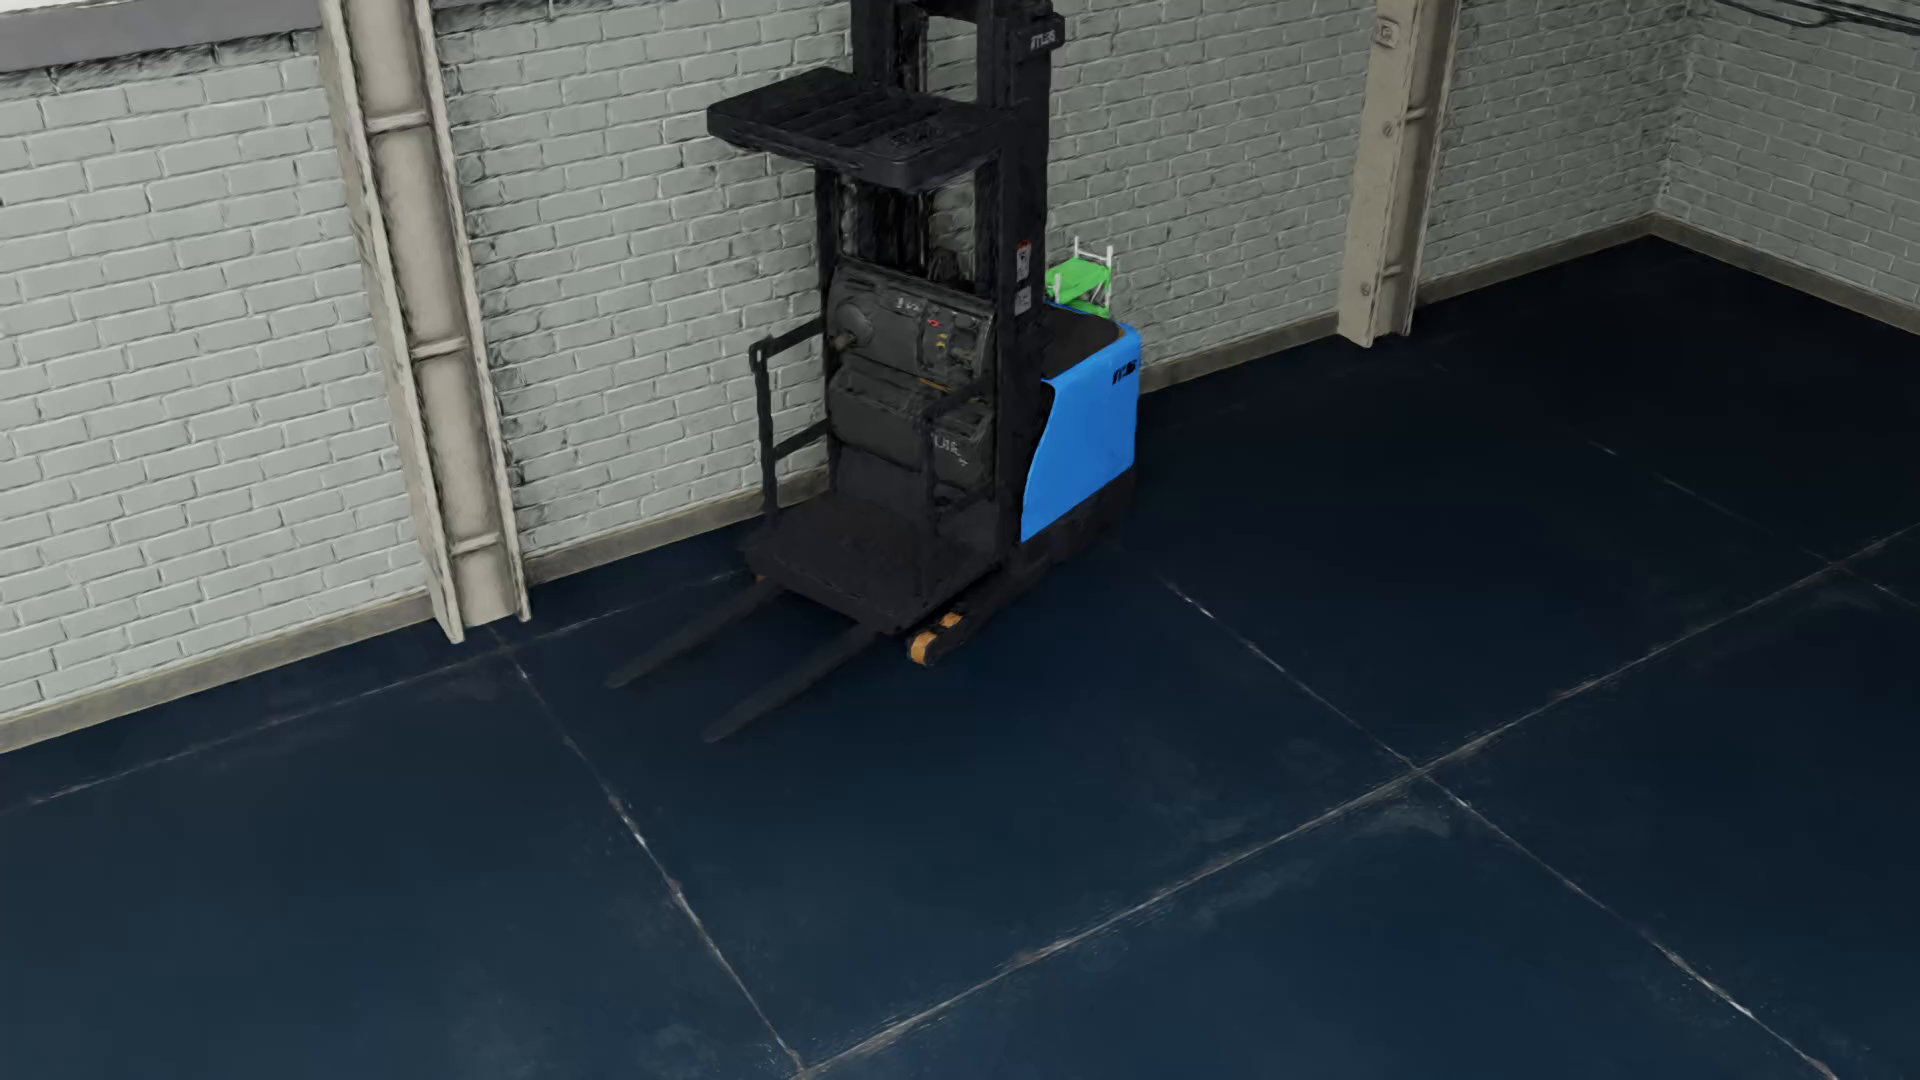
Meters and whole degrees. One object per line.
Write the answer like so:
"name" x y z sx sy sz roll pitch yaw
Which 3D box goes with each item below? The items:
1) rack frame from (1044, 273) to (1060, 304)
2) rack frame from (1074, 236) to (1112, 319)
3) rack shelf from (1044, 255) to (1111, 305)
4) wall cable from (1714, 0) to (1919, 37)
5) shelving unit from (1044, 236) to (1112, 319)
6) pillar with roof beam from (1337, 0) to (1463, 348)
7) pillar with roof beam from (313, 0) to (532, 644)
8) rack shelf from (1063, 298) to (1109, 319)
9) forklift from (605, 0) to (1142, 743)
"rack frame" 0.427 -0.921 9.085 0.240 1.200 0.015 23 39 32
"rack frame" 0.730 -1.125 9.409 0.240 1.200 0.015 23 39 32
"rack shelf" 0.578 -1.375 9.025 0.258 0.148 0.480 23 39 32
"wall cable" 5.895 -4.112 9.744 0.112 2.526 3.097 -19 37 -27
"shelving unit" 0.578 -1.023 9.247 0.258 1.200 0.503 23 39 32
"pillar with roof beam" 5.034 -3.236 5.445 0.400 9.000 9.100 -19 37 -27
"pillar with roof beam" -0.009 -1.501 2.696 0.400 9.000 9.100 -19 37 -27
"rack shelf" 0.578 -1.172 9.153 0.258 0.148 0.480 23 39 32
"forklift" -0.369 -0.944 7.500 1.130 2.935 3.031 23 39 32
